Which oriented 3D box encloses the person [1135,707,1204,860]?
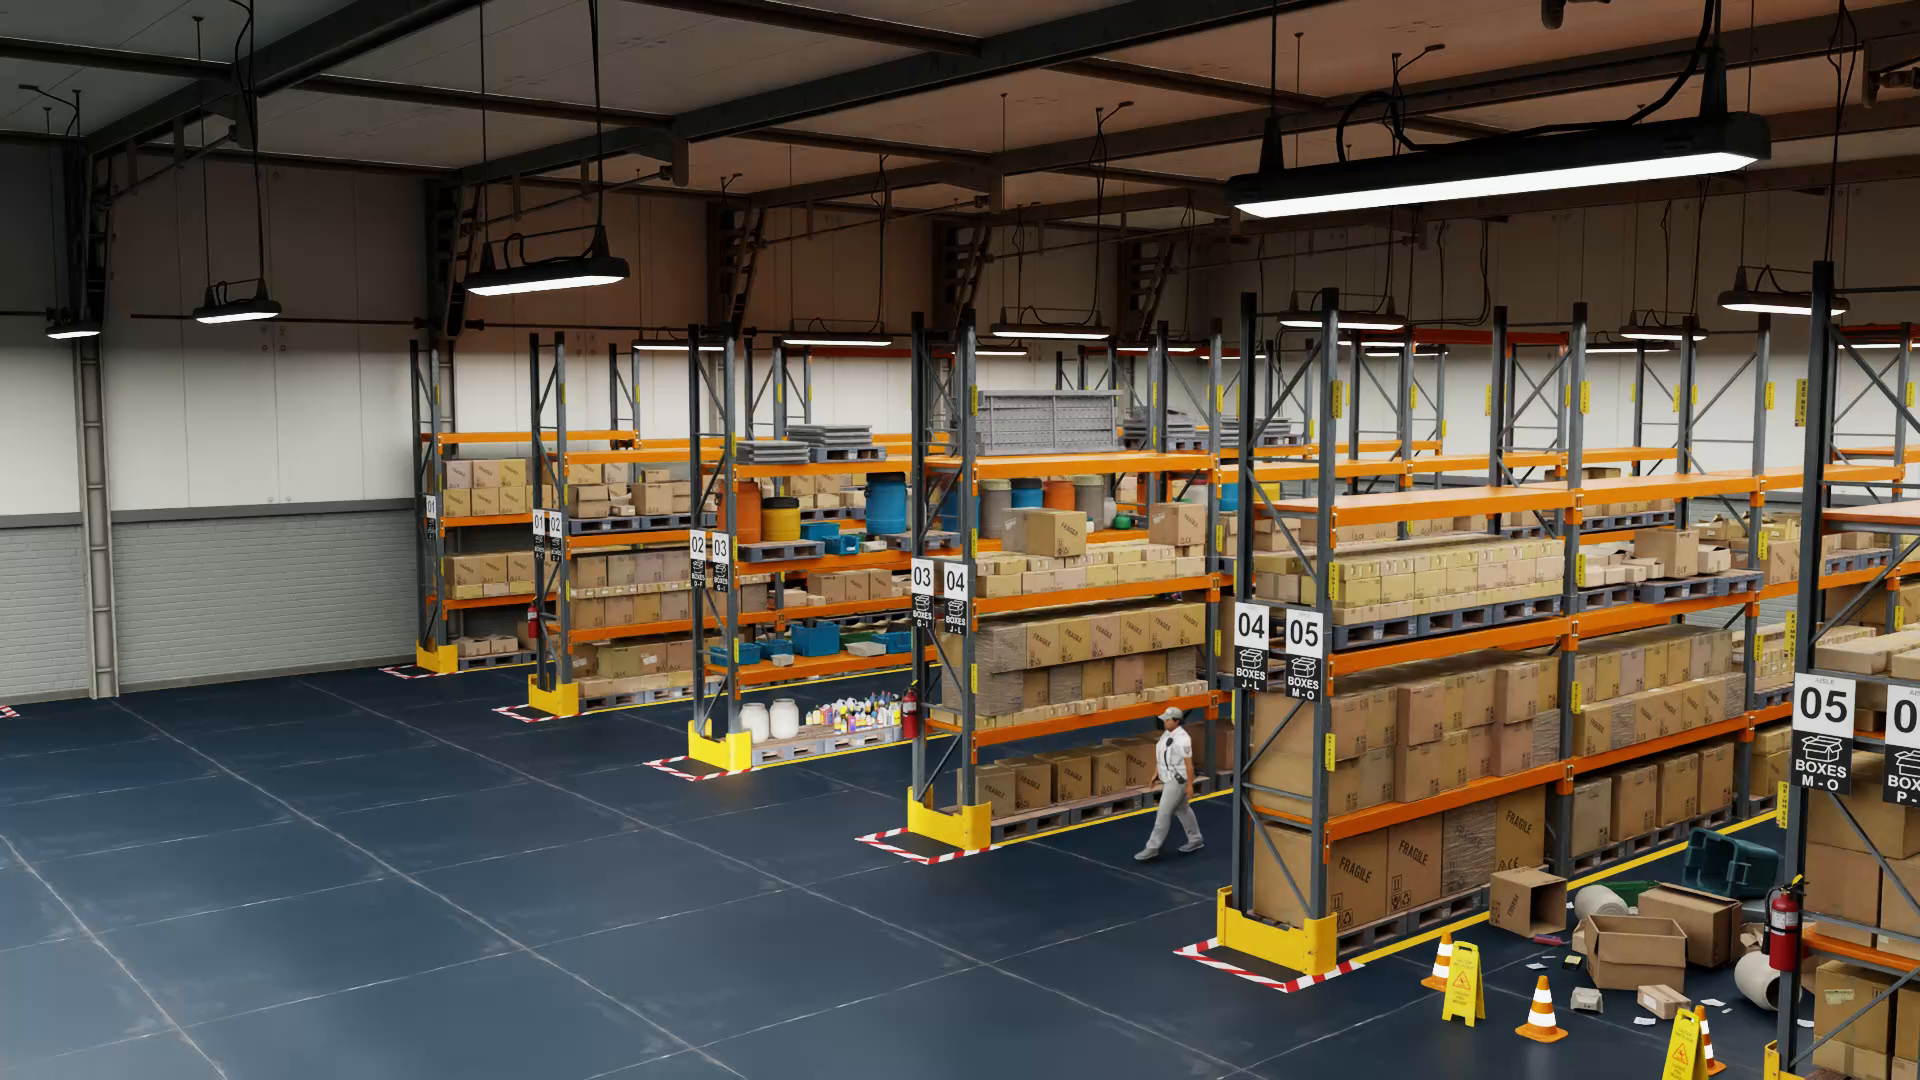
[{"bbox_3d":[2.289,2.644,18.272,0.885,1.626,0.531,-1,5,-12],"label":"person"}]
